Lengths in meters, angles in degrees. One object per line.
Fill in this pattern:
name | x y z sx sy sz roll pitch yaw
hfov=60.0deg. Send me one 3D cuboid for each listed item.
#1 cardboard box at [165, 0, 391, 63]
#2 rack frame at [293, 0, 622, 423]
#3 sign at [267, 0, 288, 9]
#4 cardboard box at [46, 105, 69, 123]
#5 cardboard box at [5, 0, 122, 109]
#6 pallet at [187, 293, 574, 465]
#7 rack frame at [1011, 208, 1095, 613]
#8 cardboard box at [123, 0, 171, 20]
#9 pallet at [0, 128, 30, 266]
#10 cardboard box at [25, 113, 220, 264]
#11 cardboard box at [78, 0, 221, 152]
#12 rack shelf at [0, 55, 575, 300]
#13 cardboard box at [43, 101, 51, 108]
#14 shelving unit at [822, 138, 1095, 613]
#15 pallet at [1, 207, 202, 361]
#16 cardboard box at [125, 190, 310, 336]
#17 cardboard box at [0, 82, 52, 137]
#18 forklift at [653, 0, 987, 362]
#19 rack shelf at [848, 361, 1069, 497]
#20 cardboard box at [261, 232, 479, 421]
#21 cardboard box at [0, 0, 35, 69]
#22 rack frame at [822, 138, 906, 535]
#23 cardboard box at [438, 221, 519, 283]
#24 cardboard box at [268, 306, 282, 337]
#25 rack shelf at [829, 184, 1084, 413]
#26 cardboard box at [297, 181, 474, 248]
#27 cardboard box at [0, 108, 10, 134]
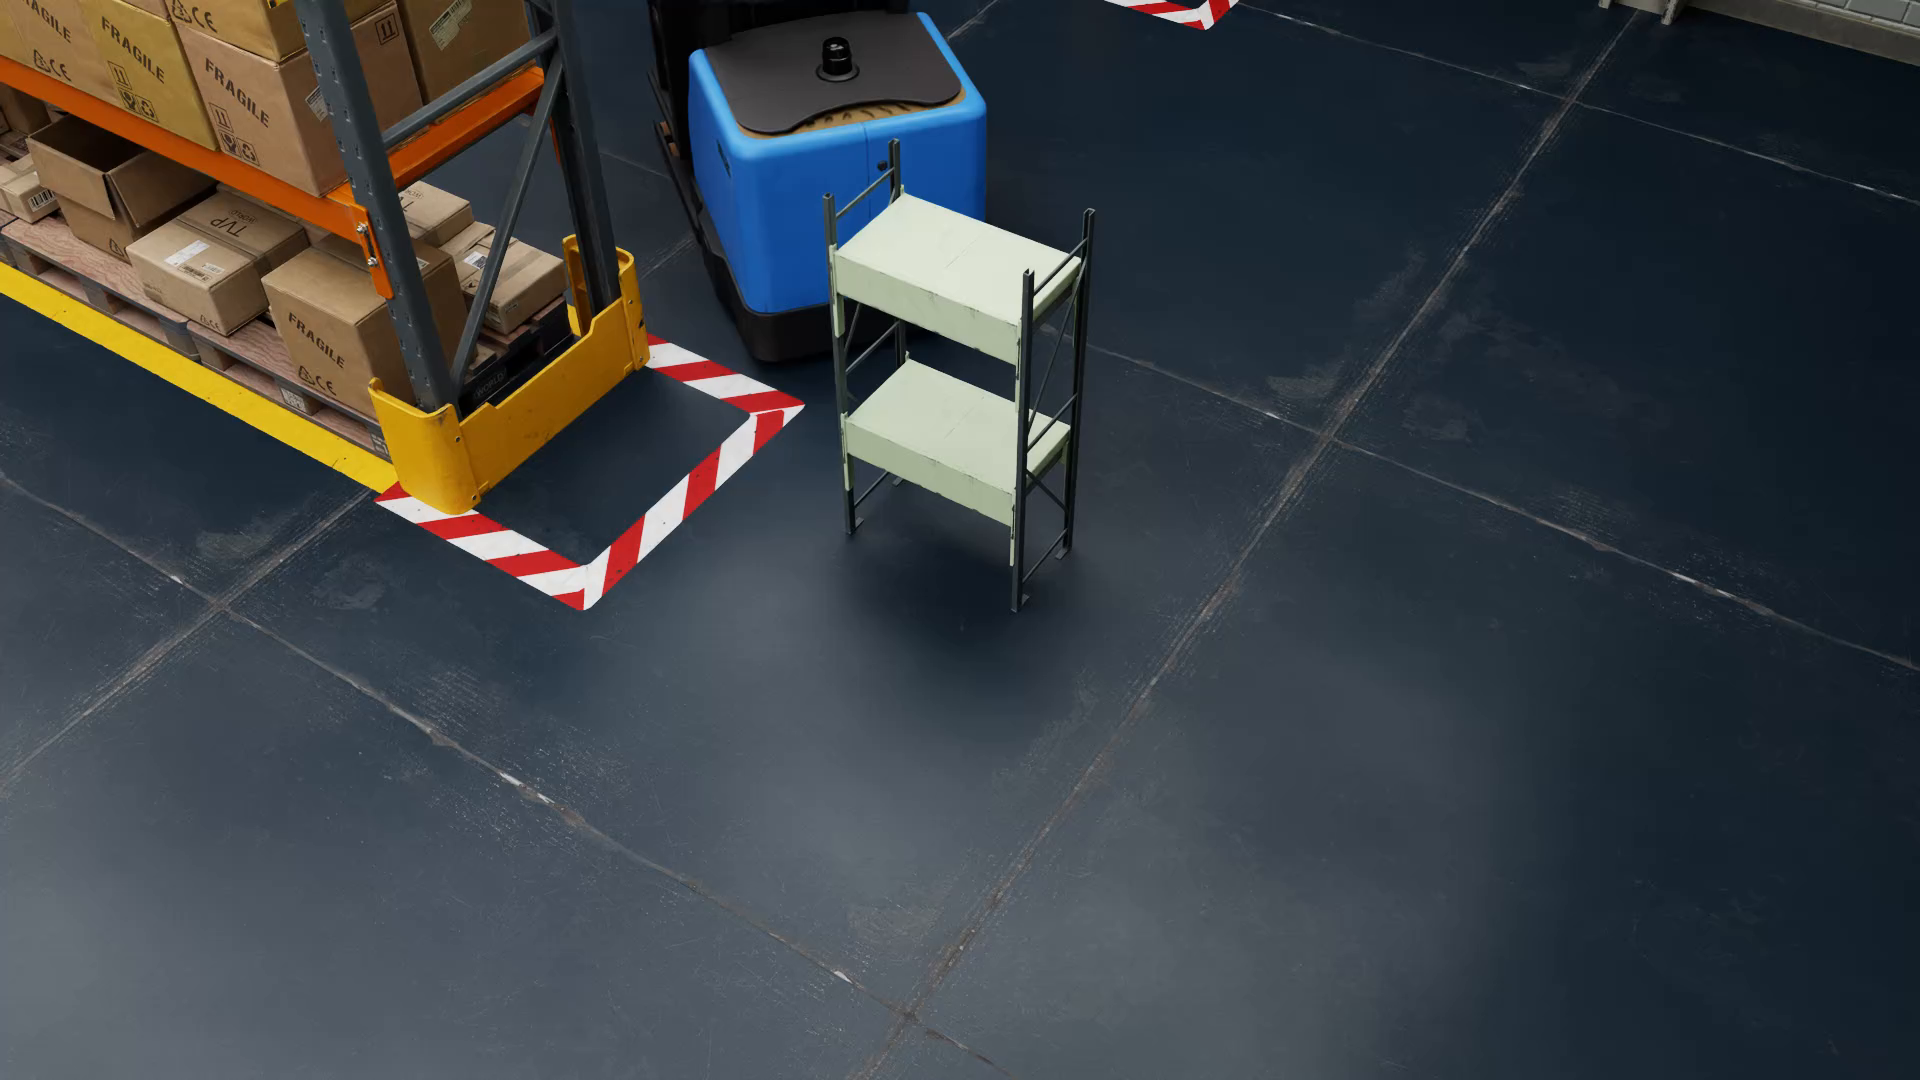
cardboard box | -2.197 -1.901 5.239 0.500 0.500 0.500 24 51 22
rack frame | -1.674 -1.511 5.627 0.127 3.000 1.000 25 51 22
sign | -1.991 -1.698 4.780 0.005 0.325 0.100 25 51 22
cardboard box | -3.777 -1.937 7.608 0.500 0.311 0.500 25 51 22
cardboard box | -3.054 -1.950 5.984 0.500 0.500 0.500 25 51 22
pallet | -2.410 -0.877 6.955 1.213 0.211 1.003 25 51 22
rack frame | 0.302 -0.384 5.577 0.023 1.500 0.400 25 51 22
cardboard box | -2.623 -2.096 5.428 0.500 0.500 0.500 26 51 23
pallet | -4.464 -1.822 7.873 1.213 0.211 1.003 25 51 22
cardboard box | -3.457 -1.619 7.166 0.637 0.503 0.797 25 51 22
cardboard box | -2.637 -1.754 5.793 0.500 0.500 0.500 25 51 22
rack shelf | -3.358 -2.035 6.637 4.000 0.370 1.077 25 51 22
cardboard box | -4.061 -2.061 7.843 0.250 0.149 0.380 25 51 22
shelving unit | -0.006 -0.525 5.715 0.755 1.500 0.431 25 51 22
pallet | -3.433 -1.350 7.415 1.213 0.211 1.003 25 51 22
cardboard box | -3.049 -1.154 6.890 0.500 0.250 0.500 25 51 22
cardboard box | -4.409 -2.293 7.823 0.500 0.500 0.500 25 51 22
forklift | -0.836 -2.835 6.961 1.130 2.935 3.031 -14 47 -13
rack shelf | -0.006 -0.366 5.878 0.686 0.124 0.368 25 51 22
cardboard box | -2.265 -0.855 6.426 0.500 0.500 0.500 25 51 22
cardboard box | -3.478 -2.146 6.174 0.500 0.500 0.500 24 50 22
rack frame | -0.314 -0.667 5.852 0.023 1.500 0.400 25 51 22
cardboard box | -2.052 -1.144 6.939 0.250 0.166 0.380 25 51 22
cardboard box | -2.557 -0.950 6.751 0.250 0.166 0.380 25 51 22
rack shelf | -0.006 -0.797 5.435 0.720 0.370 0.431 25 51 22
cardboard box | -2.400 -1.282 7.014 0.500 0.250 0.500 25 51 22
cardboard box | -4.805 -1.983 7.654 0.500 0.311 0.500 25 51 22
